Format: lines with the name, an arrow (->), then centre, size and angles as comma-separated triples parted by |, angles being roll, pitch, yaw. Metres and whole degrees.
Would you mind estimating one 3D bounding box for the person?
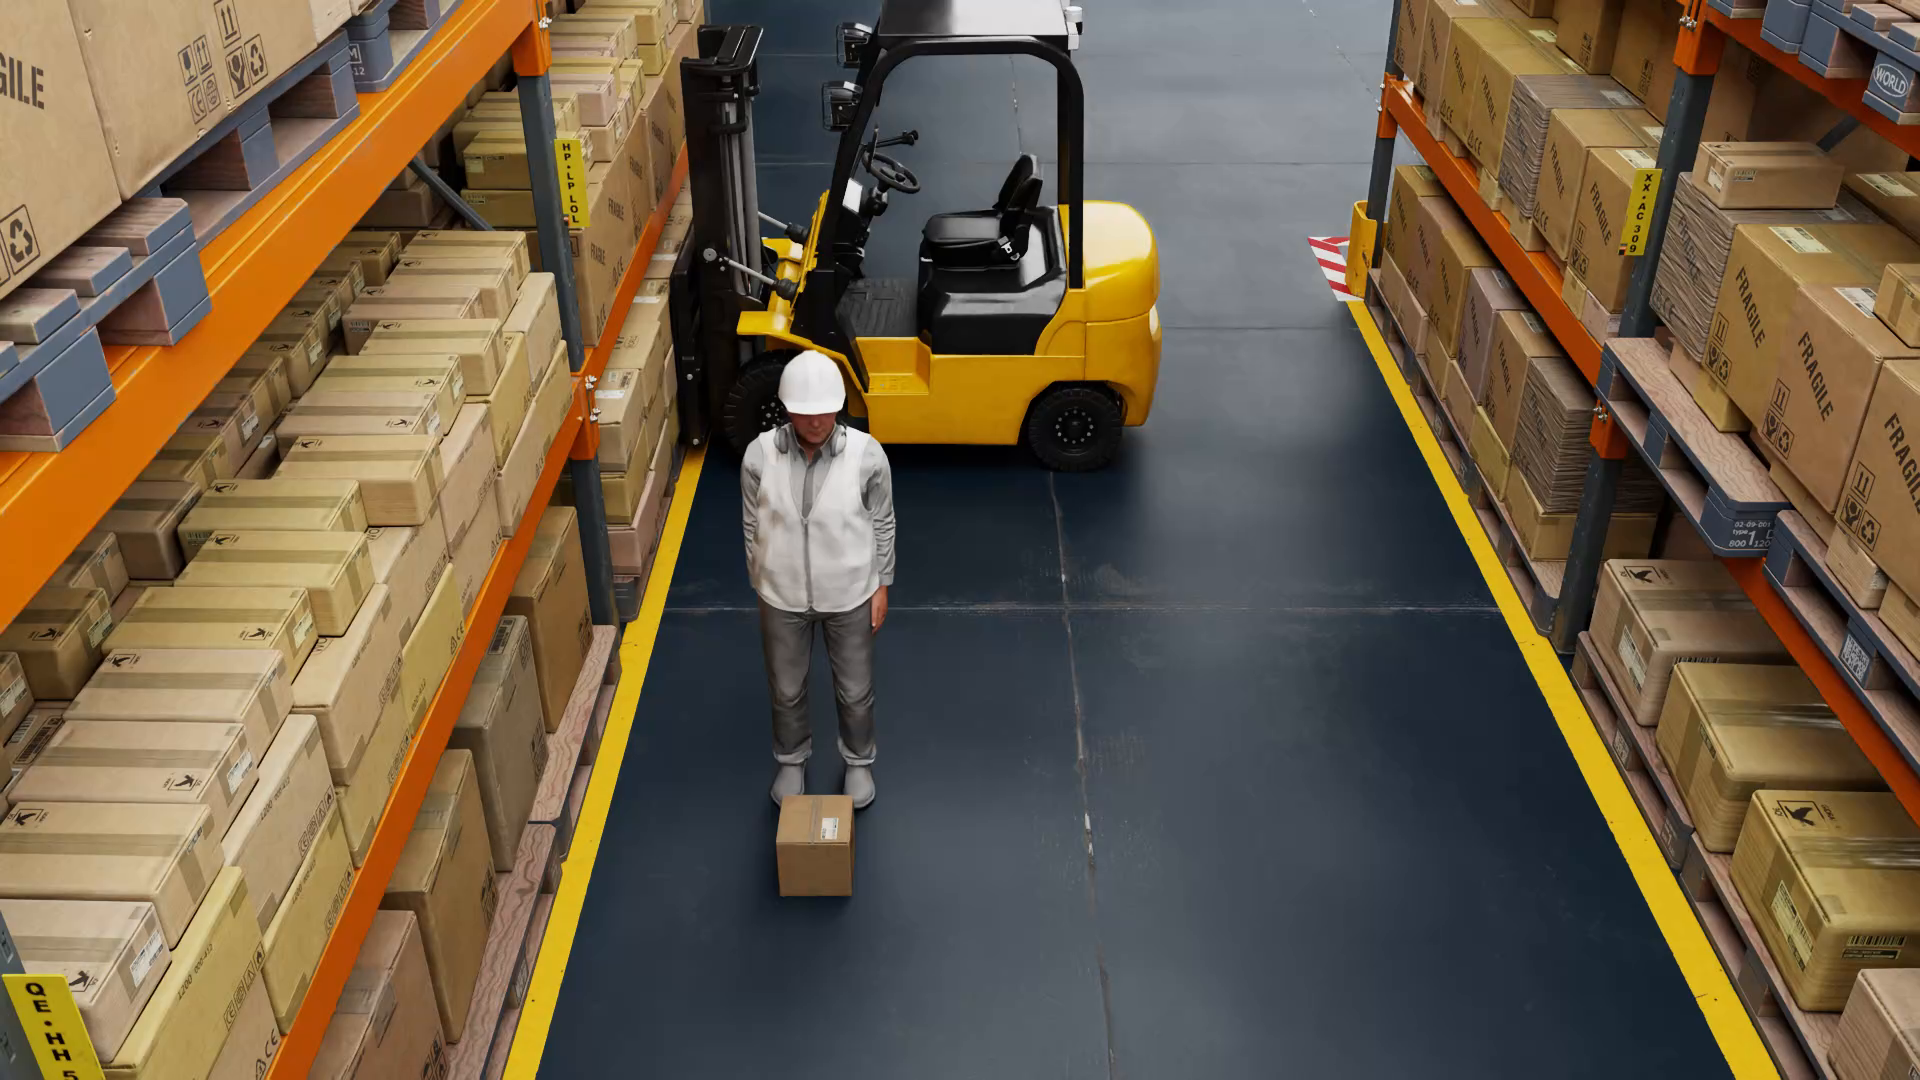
person -> -0.486, 0.169, 5.838 | 0.531, 1.767, 0.359 | 1, 31, 1
